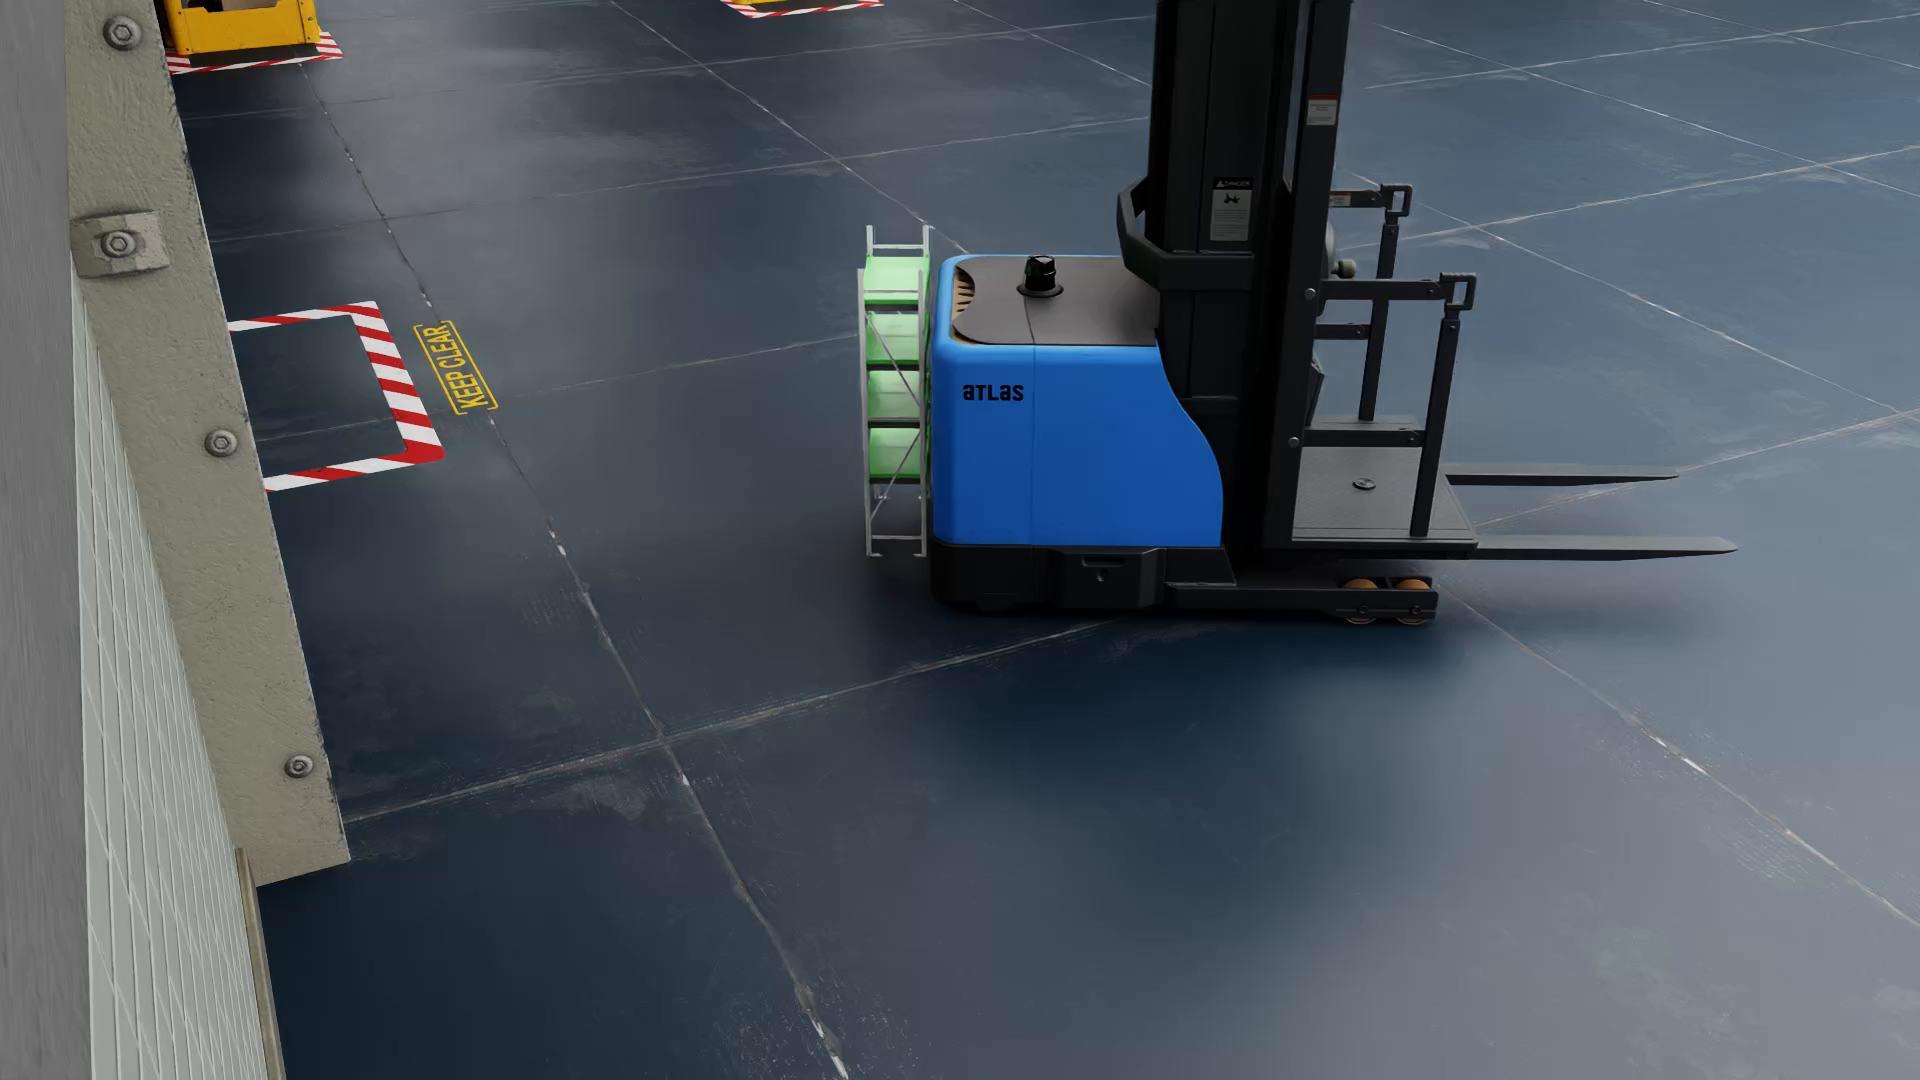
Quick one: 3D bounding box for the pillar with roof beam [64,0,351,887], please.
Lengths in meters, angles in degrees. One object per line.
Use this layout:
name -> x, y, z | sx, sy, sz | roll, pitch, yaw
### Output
pillar with roof beam -> 1.824, -3.915, 4.531 | 9.100, 9.000, 0.400 | -13, 32, -22

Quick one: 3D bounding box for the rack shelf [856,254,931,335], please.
rack shelf -> -0.248, -0.943, 6.353 | 0.258, 0.148, 0.480 | 1, 29, 1

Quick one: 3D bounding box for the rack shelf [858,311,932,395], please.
rack shelf -> -0.248, -0.733, 6.471 | 0.258, 0.148, 0.480 | 1, 29, 1

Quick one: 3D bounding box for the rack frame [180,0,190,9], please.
rack frame -> -6.134, -5.568, 13.612 | 1.000, 3.000, 0.127 | -13, 32, -22

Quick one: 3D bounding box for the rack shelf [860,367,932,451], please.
rack shelf -> -0.248, -0.524, 6.588 | 0.258, 0.148, 0.480 | 1, 29, 1

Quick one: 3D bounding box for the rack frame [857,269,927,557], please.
rack frame -> -0.253, -0.460, 6.344 | 0.240, 1.200, 0.015 | 1, 29, 1

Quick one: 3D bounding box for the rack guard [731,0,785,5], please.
rack guard -> -1.651, -5.509, 16.062 | 1.175, 0.500, 0.348 | -13, 32, -22

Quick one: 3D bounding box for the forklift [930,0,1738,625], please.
forklift -> 1.411, -1.227, 5.941 | 3.031, 2.935, 1.130 | 1, 29, 1

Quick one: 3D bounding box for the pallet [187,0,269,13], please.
pallet -> -6.483, -4.751, 15.007 | 1.003, 0.211, 1.213 | -13, 32, -22

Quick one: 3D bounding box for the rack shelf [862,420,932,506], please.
rack shelf -> -0.248, -0.315, 6.705 | 0.258, 0.148, 0.480 | 1, 29, 1

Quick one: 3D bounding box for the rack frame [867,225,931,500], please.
rack frame -> -0.243, -0.699, 6.770 | 0.240, 1.200, 0.015 | 1, 29, 1

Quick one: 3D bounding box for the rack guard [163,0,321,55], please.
rack guard -> -6.167, -4.511, 14.283 | 1.175, 0.500, 0.348 | -13, 32, -22

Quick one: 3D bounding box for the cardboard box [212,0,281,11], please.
cardboard box -> -6.350, -4.911, 14.741 | 0.500, 0.311, 0.500 | -17, 33, -28

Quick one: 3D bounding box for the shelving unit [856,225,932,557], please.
shelving unit -> -0.248, -0.580, 6.557 | 0.258, 1.200, 0.503 | 1, 29, 1
